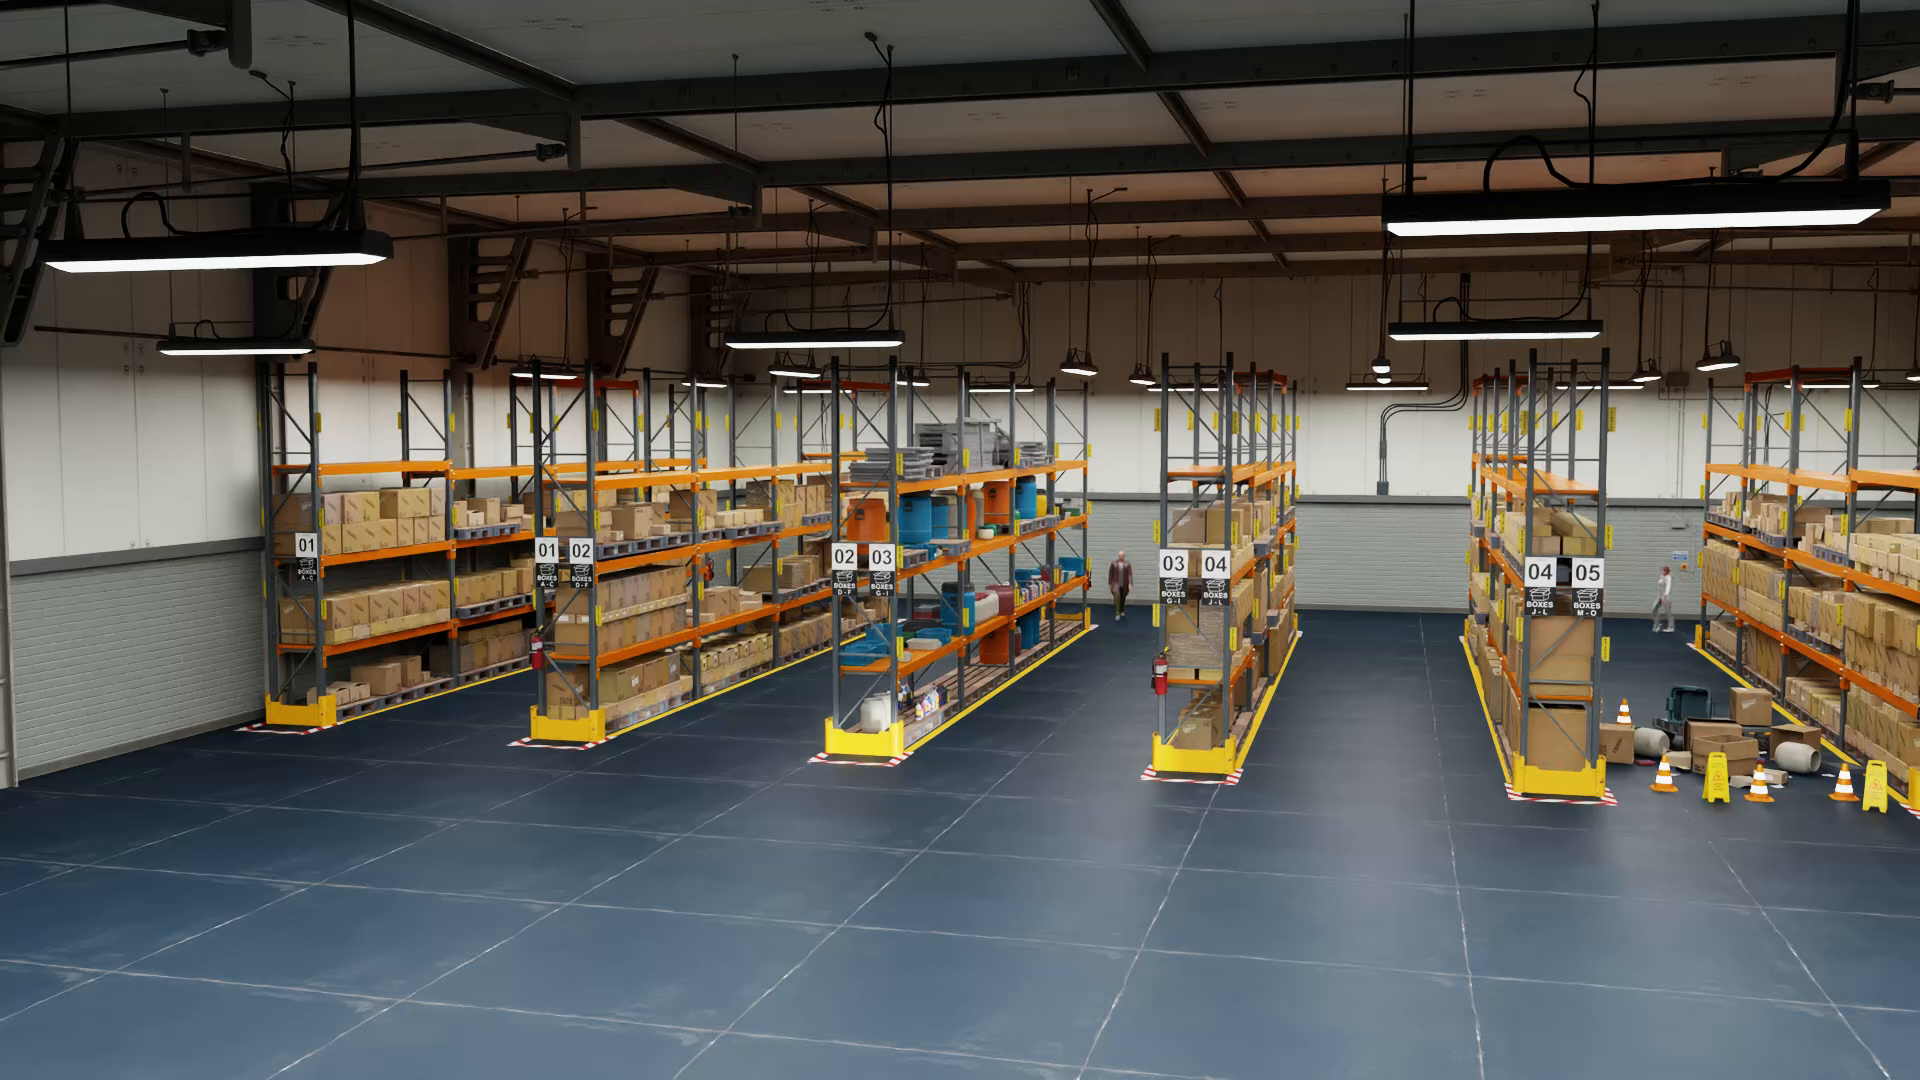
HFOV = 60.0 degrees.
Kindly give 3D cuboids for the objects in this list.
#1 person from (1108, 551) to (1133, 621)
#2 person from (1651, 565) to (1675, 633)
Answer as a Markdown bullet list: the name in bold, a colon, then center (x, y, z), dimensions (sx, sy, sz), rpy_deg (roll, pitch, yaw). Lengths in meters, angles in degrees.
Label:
- **person**: center (4.085, 1.139, 42.275), dimensions (0.596, 1.719, 1.140), rpy_deg (0, 4, -2)
- **person**: center (16.817, 1.478, 39.695), dimensions (0.523, 1.543, 0.468), rpy_deg (-1, 4, -9)
